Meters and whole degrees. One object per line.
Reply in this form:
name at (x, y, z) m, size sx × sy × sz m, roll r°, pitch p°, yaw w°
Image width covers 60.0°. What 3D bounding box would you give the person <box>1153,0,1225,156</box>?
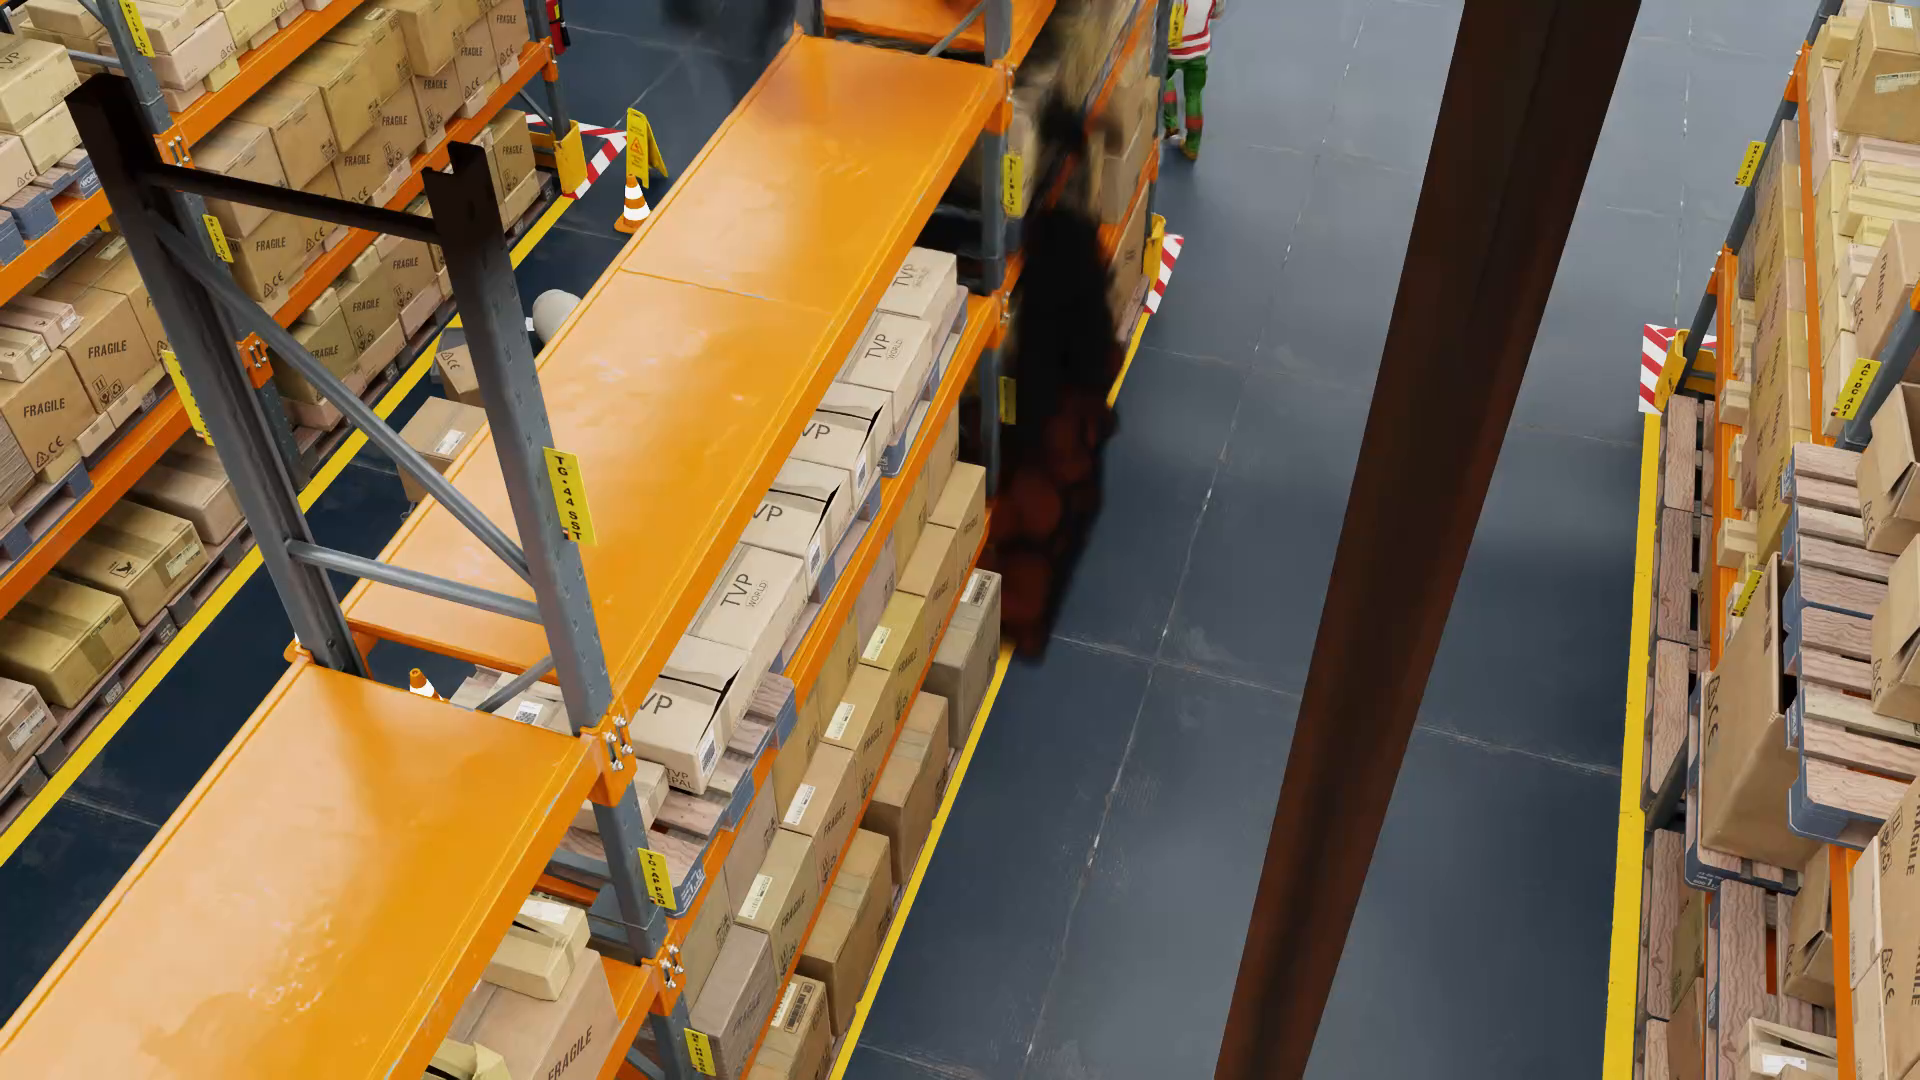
person at (1.864, -4.103, 13.901) m, size 0.662 × 1.798 × 0.679 m, roll -11°, pitch 47°, yaw -11°
